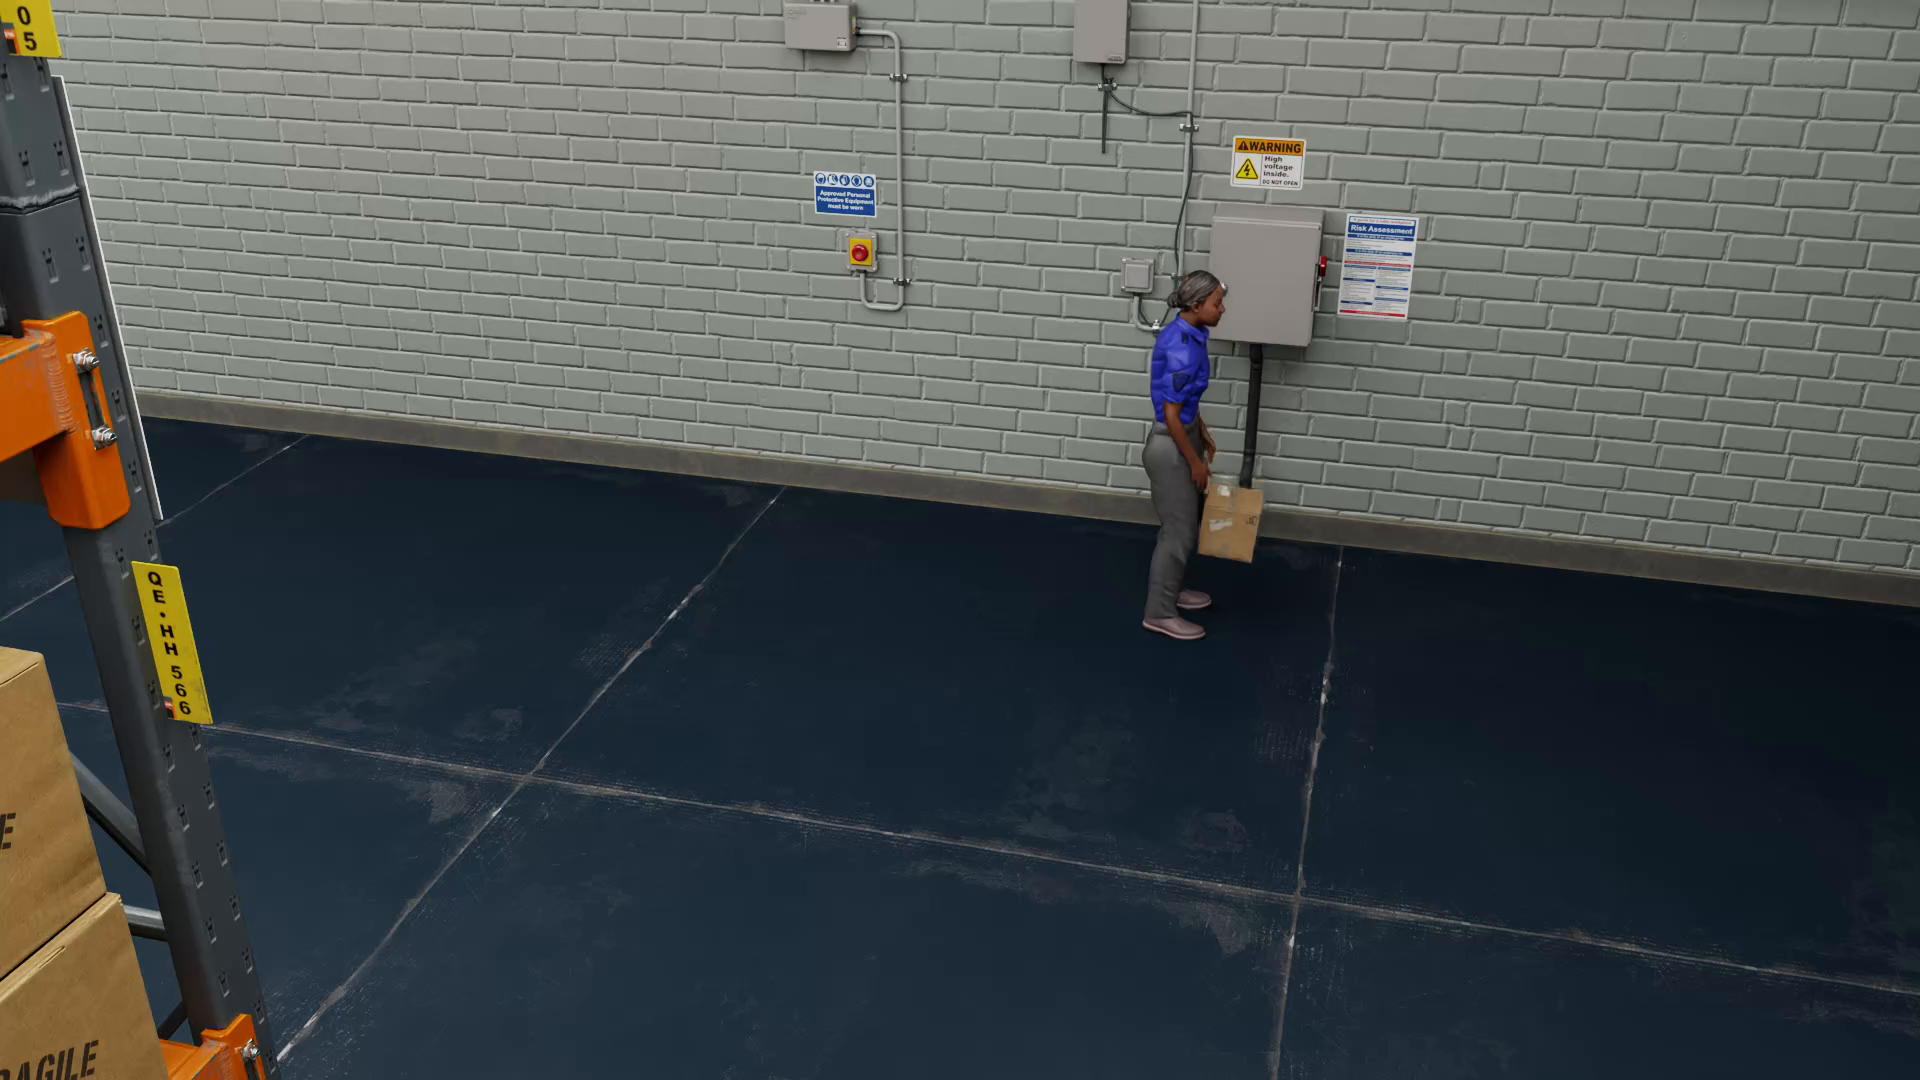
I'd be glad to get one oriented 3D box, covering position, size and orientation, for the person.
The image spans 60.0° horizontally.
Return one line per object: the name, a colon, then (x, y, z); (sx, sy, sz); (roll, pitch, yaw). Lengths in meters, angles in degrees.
person: (0.995, -0.396, 7.441); (0.345, 1.659, 0.494); (6, 26, 12)
